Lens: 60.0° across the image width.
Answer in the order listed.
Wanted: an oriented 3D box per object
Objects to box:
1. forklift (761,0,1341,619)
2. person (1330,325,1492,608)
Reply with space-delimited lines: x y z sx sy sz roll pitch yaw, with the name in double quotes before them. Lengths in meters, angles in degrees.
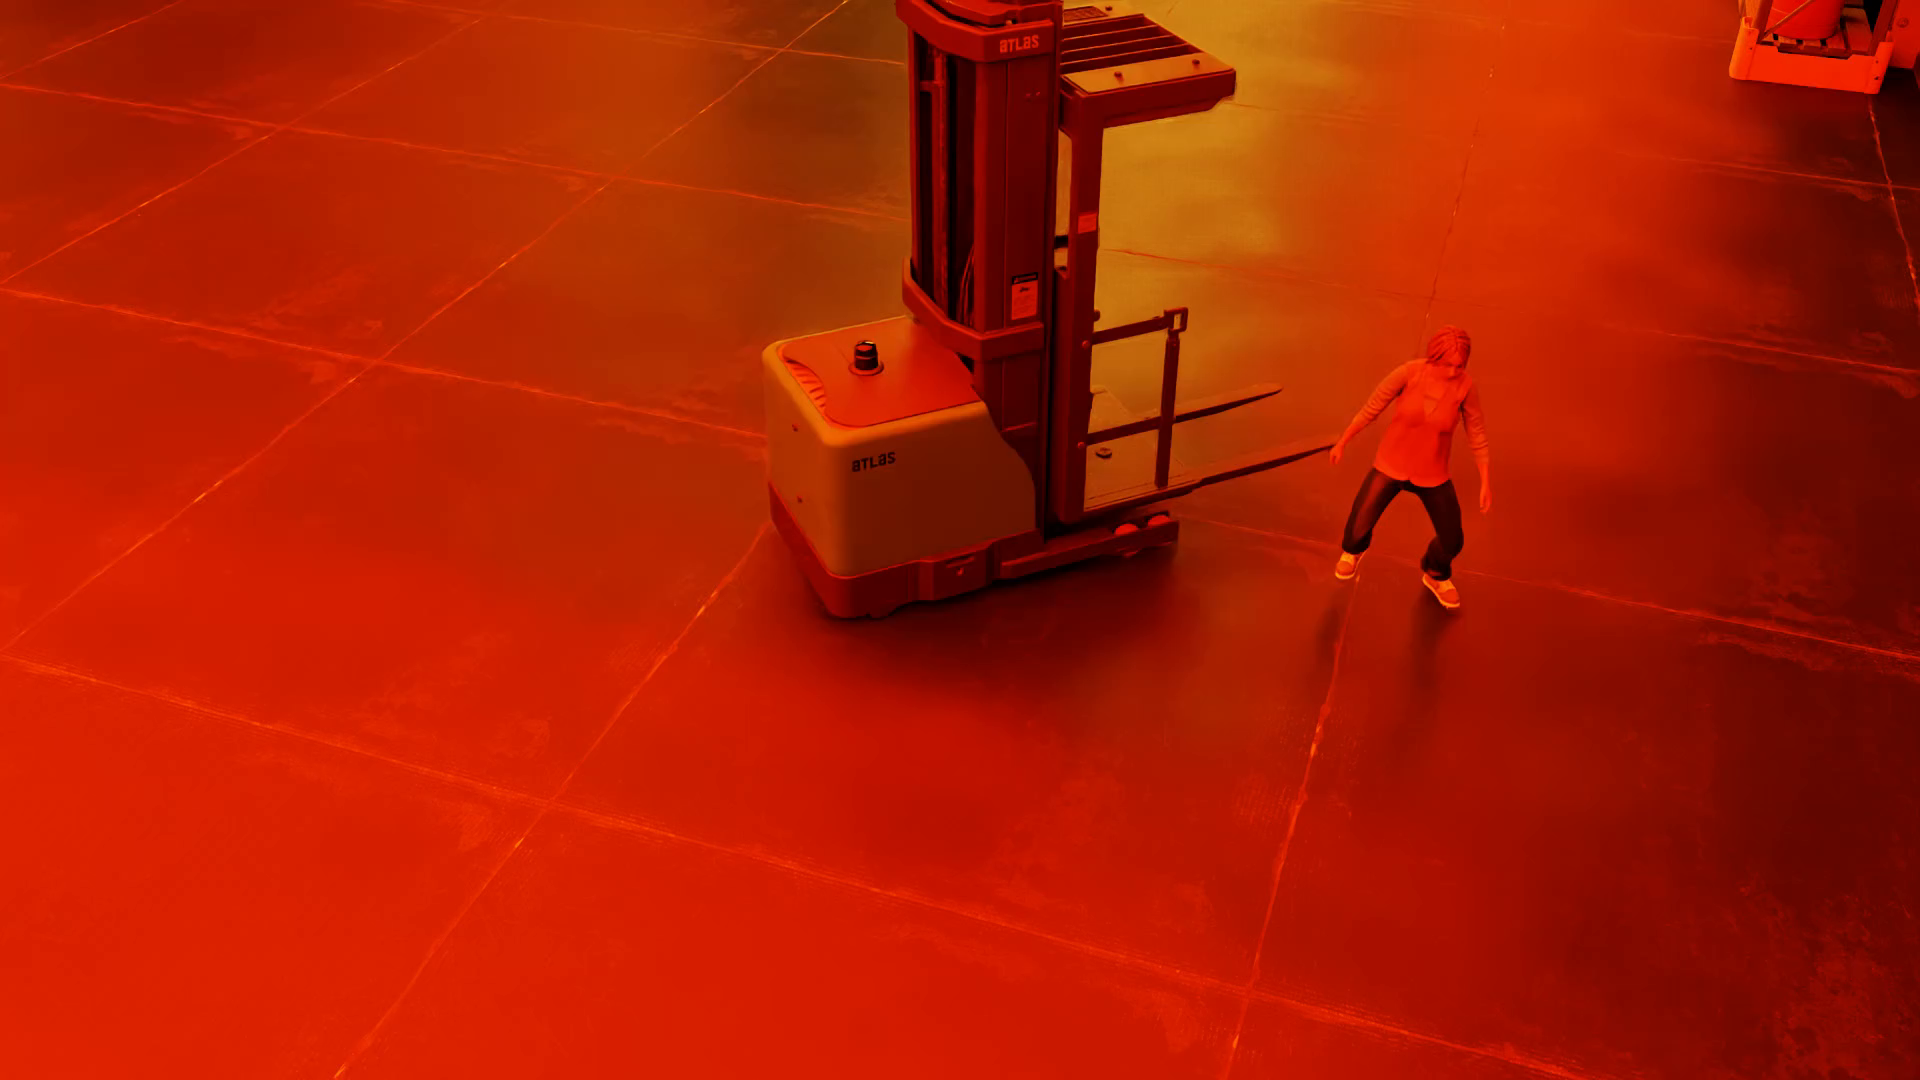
"forklift" 0.573 -1.375 8.050 3.031 2.935 1.130 -14 38 -19
"person" 2.120 -0.327 7.817 0.764 1.506 0.447 10 37 14
